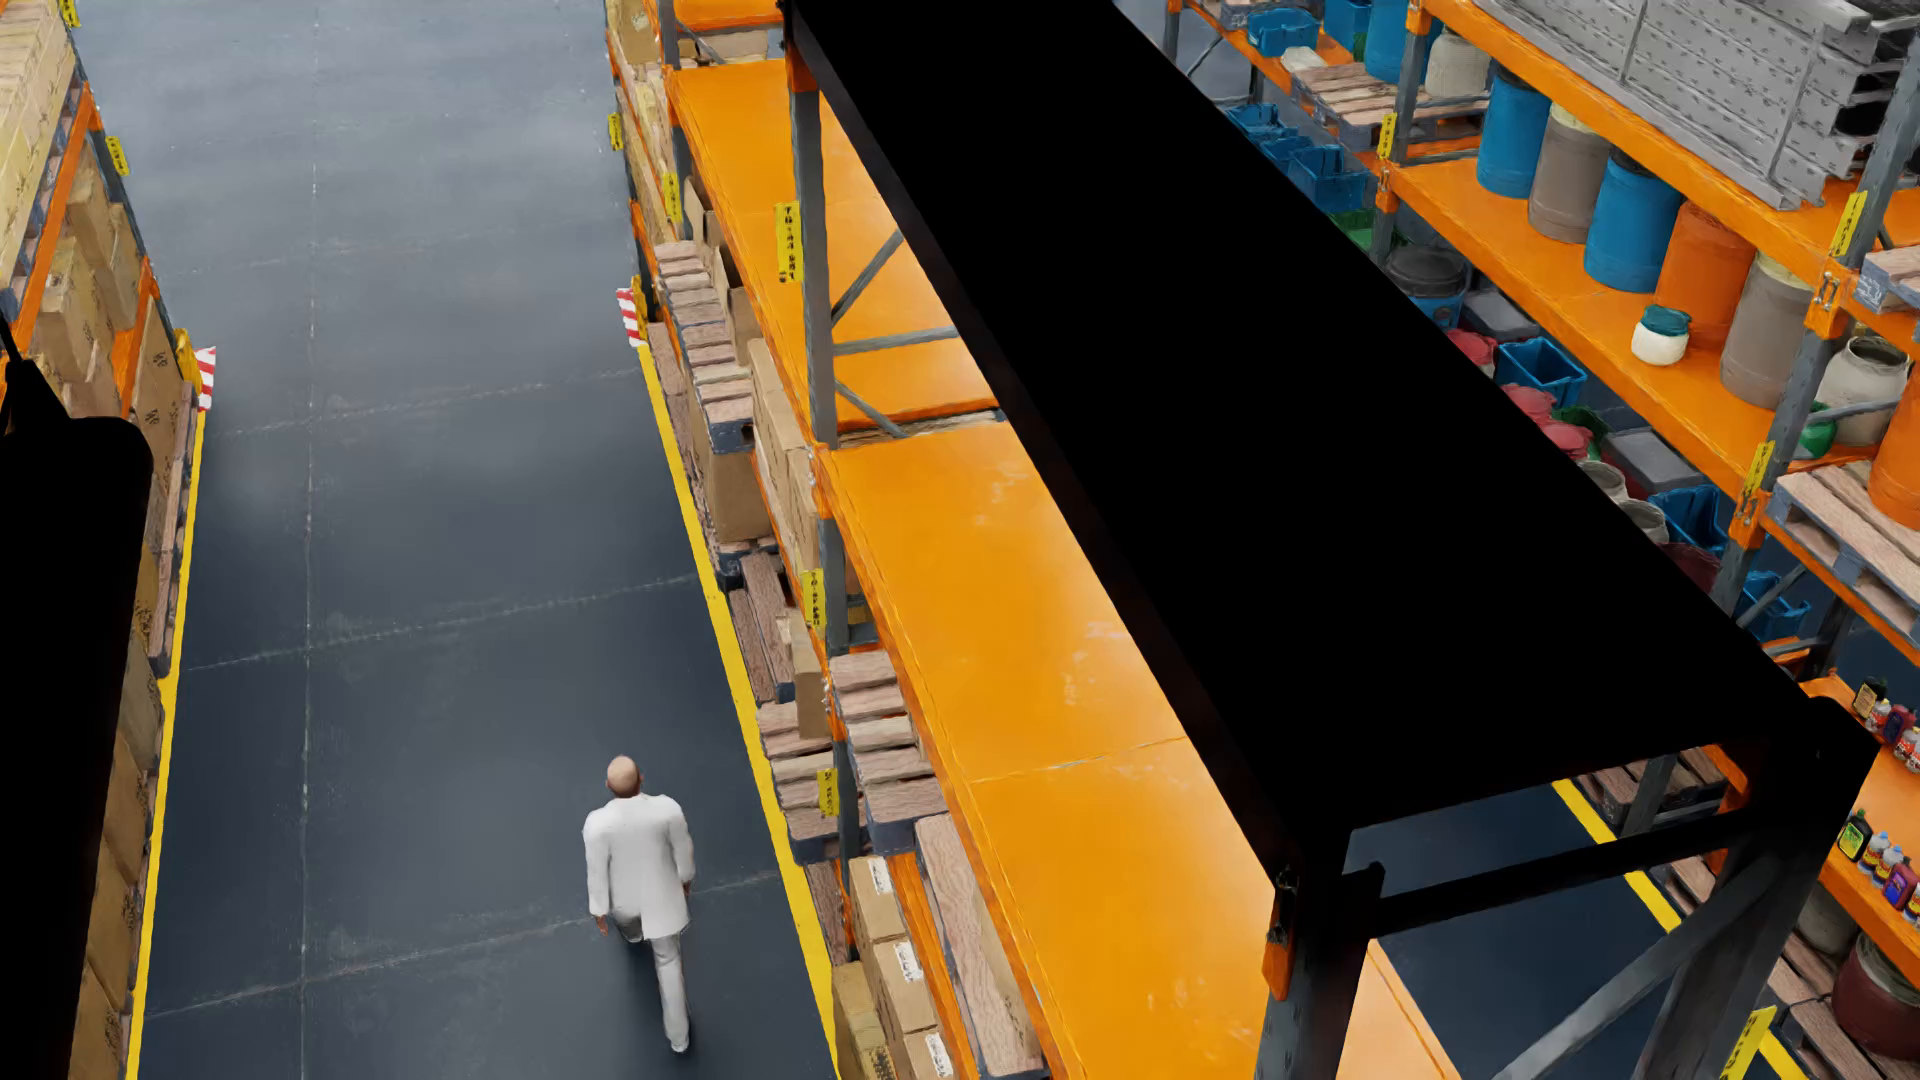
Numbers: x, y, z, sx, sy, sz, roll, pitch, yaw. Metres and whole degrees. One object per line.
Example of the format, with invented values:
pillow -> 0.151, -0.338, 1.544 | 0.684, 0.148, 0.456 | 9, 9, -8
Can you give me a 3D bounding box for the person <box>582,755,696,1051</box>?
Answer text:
person -> -1.740, 1.842, 9.104 | 0.598, 1.698, 1.194 | -9, 39, -11
